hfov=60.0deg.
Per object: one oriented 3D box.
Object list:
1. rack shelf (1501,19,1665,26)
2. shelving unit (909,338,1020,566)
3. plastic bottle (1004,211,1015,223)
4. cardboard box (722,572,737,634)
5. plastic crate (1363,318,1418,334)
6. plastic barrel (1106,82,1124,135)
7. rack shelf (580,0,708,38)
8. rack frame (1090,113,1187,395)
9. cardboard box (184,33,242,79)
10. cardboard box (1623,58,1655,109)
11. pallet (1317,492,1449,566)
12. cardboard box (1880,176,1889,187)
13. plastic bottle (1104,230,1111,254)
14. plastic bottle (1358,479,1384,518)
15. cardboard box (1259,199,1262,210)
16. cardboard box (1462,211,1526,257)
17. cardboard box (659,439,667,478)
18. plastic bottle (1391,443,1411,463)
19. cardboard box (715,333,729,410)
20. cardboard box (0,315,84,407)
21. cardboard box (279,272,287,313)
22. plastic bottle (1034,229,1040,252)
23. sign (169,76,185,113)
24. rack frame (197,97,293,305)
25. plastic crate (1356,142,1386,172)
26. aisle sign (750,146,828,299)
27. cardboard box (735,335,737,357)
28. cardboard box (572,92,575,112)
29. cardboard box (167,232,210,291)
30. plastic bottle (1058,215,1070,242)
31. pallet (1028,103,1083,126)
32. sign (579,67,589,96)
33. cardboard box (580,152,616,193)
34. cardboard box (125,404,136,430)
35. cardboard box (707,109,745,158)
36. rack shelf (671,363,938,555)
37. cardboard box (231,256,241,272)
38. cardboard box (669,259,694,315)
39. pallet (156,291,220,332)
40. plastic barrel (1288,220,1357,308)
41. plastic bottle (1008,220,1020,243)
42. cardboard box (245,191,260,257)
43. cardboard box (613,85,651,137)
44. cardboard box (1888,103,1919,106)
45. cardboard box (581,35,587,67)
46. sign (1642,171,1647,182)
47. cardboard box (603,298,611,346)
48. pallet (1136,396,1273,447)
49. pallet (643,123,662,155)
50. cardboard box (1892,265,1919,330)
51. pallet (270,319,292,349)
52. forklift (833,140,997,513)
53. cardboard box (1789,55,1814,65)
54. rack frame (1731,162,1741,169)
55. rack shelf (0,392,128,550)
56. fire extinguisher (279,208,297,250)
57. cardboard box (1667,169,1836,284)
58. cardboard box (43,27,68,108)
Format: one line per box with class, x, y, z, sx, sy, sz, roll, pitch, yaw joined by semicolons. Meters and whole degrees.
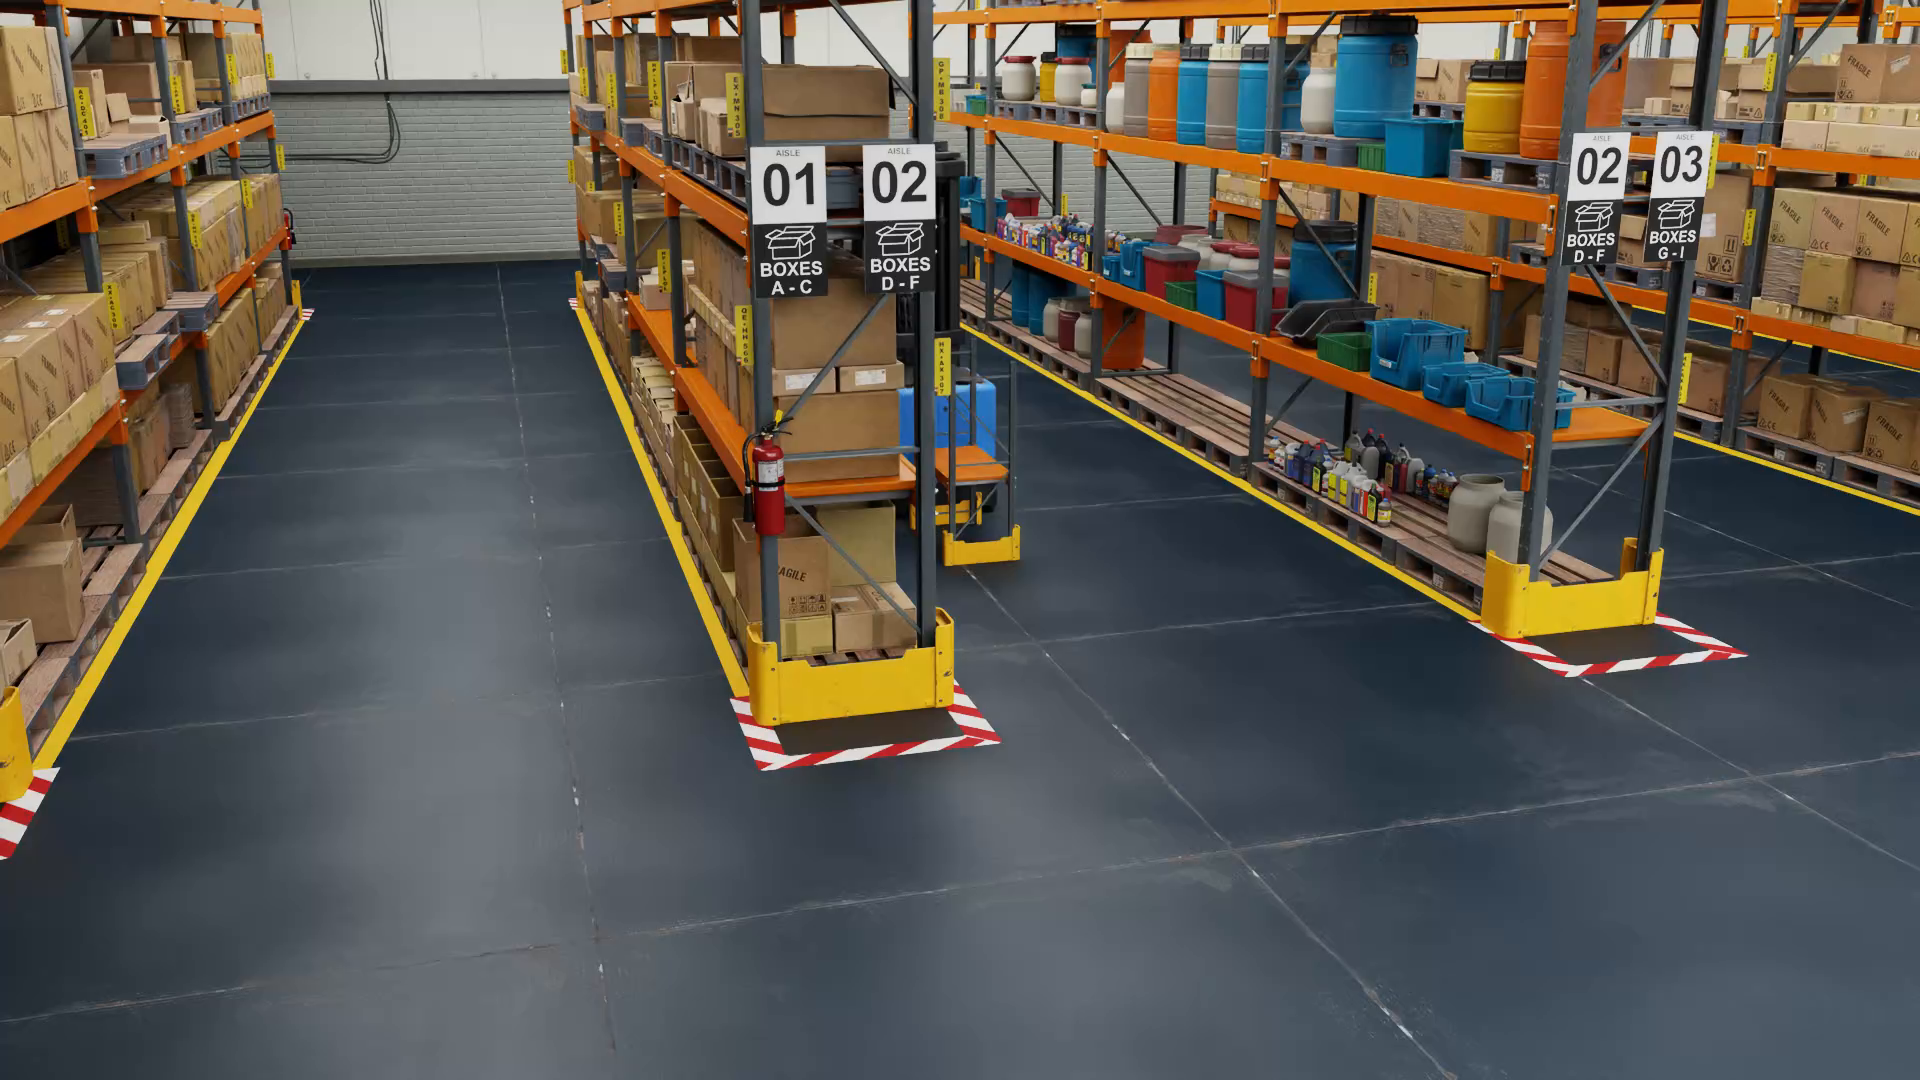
rack shelf;9.839;-8.022;25.273;1.077;0.370;4.000;-5;17;-15
shelving unit;0.021;-0.697;12.666;0.587;1.500;1.083;-5;17;-15
plastic bottle;0.625;-4.029;21.235;0.144;0.351;0.185;-5;17;-15
cardboard box;-1.217;0.377;10.533;0.500;0.250;0.500;-5;17;-15
plastic crate;3.593;-1.618;13.382;0.499;0.251;0.616;-5;17;-15
plastic barrel;1.719;-4.460;17.177;0.421;0.512;0.421;0;17;0
rack shelf;-3.385;-5.580;17.831;1.077;0.370;4.000;-5;17;-15
rack frame;1.928;-3.080;17.991;1.000;3.000;0.127;-5;17;-15
cardboard box;-8.623;-5.595;19.205;0.500;0.500;0.500;-5;17;-16
cardboard box;6.853;-4.766;17.347;0.500;0.500;0.500;-5;17;-17
pallet;3.511;-0.111;12.954;1.003;0.211;1.213;-5;17;-15
cardboard box;14.747;-5.517;25.932;0.500;0.500;0.500;-5;17;-15
plastic bottle;1.739;-3.549;19.770;0.152;0.276;0.135;-5;17;-15
plastic bottle;3.158;-0.319;12.768;0.152;0.276;0.135;-5;17;-15
cardboard box;4.696;-5.014;24.868;0.380;0.149;0.250;-5;17;-17
cardboard box;6.317;-3.636;19.670;0.500;0.500;0.500;-4;17;-14
cardboard box;-2.266;-0.699;14.115;0.500;0.250;0.500;-5;17;-16
plastic bottle;3.623;-0.618;13.634;0.144;0.351;0.185;-5;17;-16
cardboard box;-1.323;-1.224;11.639;0.700;0.500;0.500;-4;17;-14
cardboard box;-5.800;-1.103;10.333;0.500;0.500;0.500;-5;17;-17
cardboard box;-9.507;-3.328;22.432;0.700;0.500;0.500;-5;17;-15
plastic bottle;0.941;-3.585;19.897;0.097;0.271;0.097;0;17;0
sign;-7.075;-4.023;15.019;0.100;0.325;0.005;-5;17;-15
rack frame;-9.796;-4.510;22.751;1.000;3.000;0.127;-5;17;-15
plastic crate;3.200;-2.851;12.382;0.336;0.188;0.450;-5;17;-15
aisle sign;-0.901;-1.680;8.812;0.394;0.787;0.004;-5;17;-15
cardboard box;-1.208;-1.211;10.468;0.380;0.149;0.250;-4;17;-14
cardboard box;-5.012;-5.965;22.644;0.500;0.250;0.500;-5;17;-15
cardboard box;-7.485;-2.651;15.838;0.500;0.500;0.500;-4;17;-14
plastic bottle;1.309;-3.872;20.713;0.144;0.351;0.185;-5;17;-15
pallet;1.453;-5.010;19.531;1.003;0.211;1.213;-5;17;-15
sign;-4.454;-5.435;19.719;0.100;0.325;0.005;-5;17;-15
cardboard box;-4.741;-4.862;22.013;0.500;0.500;0.500;-5;17;-16
cardboard box;-6.987;-1.030;13.445;0.500;0.250;0.500;-5;17;-17
cardboard box;-1.207;-2.407;9.825;0.500;0.250;0.500;-5;17;-15
rack shelf;-1.186;-0.685;11.269;1.077;0.370;4.000;-5;17;-15
cardboard box;-8.082;-3.010;18.159;0.380;0.149;0.250;-5;17;-15
cardboard box;-2.358;-2.274;15.136;0.500;0.500;0.500;-6;18;-18
pallet;-7.299;-2.016;14.783;1.213;0.211;1.003;-5;17;-15
plastic barrel;3.213;-2.344;14.671;0.600;0.901;0.708;-5;17;-15
plastic bottle;0.691;-3.868;20.829;0.152;0.276;0.135;-5;17;-15
cardboard box;-8.830;-3.698;19.528;0.980;0.700;0.700;-4;17;-14
cardboard box;-2.988;-4.292;16.638;0.910;0.500;0.500;-5;17;-15
cardboard box;8.295;-3.710;14.443;0.380;0.149;0.250;-6;18;-18
cardboard box;-4.533;-6.304;21.599;0.700;0.500;0.500;-5;17;-15
sign;9.869;-5.312;23.916;0.100;0.325;0.005;-5;17;-15
cardboard box;-4.036;-2.656;20.161;0.500;0.500;0.500;-6;18;-18
pallet;2.436;-1.190;16.548;1.003;0.211;1.213;-5;17;-15
pallet;-2.253;-3.546;14.656;1.003;0.211;1.213;-4;17;-13
cardboard box;8.290;-2.013;13.749;0.875;0.500;0.500;-5;17;-15
pallet;-9.169;-2.622;21.315;1.003;0.211;1.213;-5;17;-15
forklift;-0.606;-1.996;14.503;1.130;2.935;3.031;-5;17;-16
cardboard box;10.753;-6.132;21.434;0.396;0.266;0.258;-5;17;-15
rack frame;14.021;-6.468;29.270;1.000;3.000;0.127;-5;17;-15
rack shelf;-5.948;-0.292;9.962;1.077;0.370;4.000;-5;17;-15
fire extinguisher;-9.393;-4.372;23.076;0.296;0.674;0.183;-5;17;-15
cardboard box;7.706;-3.084;16.233;1.000;1.000;1.000;-5;17;-15
cardboard box;-6.099;-3.046;10.718;0.500;0.500;0.500;-6;18;-20
